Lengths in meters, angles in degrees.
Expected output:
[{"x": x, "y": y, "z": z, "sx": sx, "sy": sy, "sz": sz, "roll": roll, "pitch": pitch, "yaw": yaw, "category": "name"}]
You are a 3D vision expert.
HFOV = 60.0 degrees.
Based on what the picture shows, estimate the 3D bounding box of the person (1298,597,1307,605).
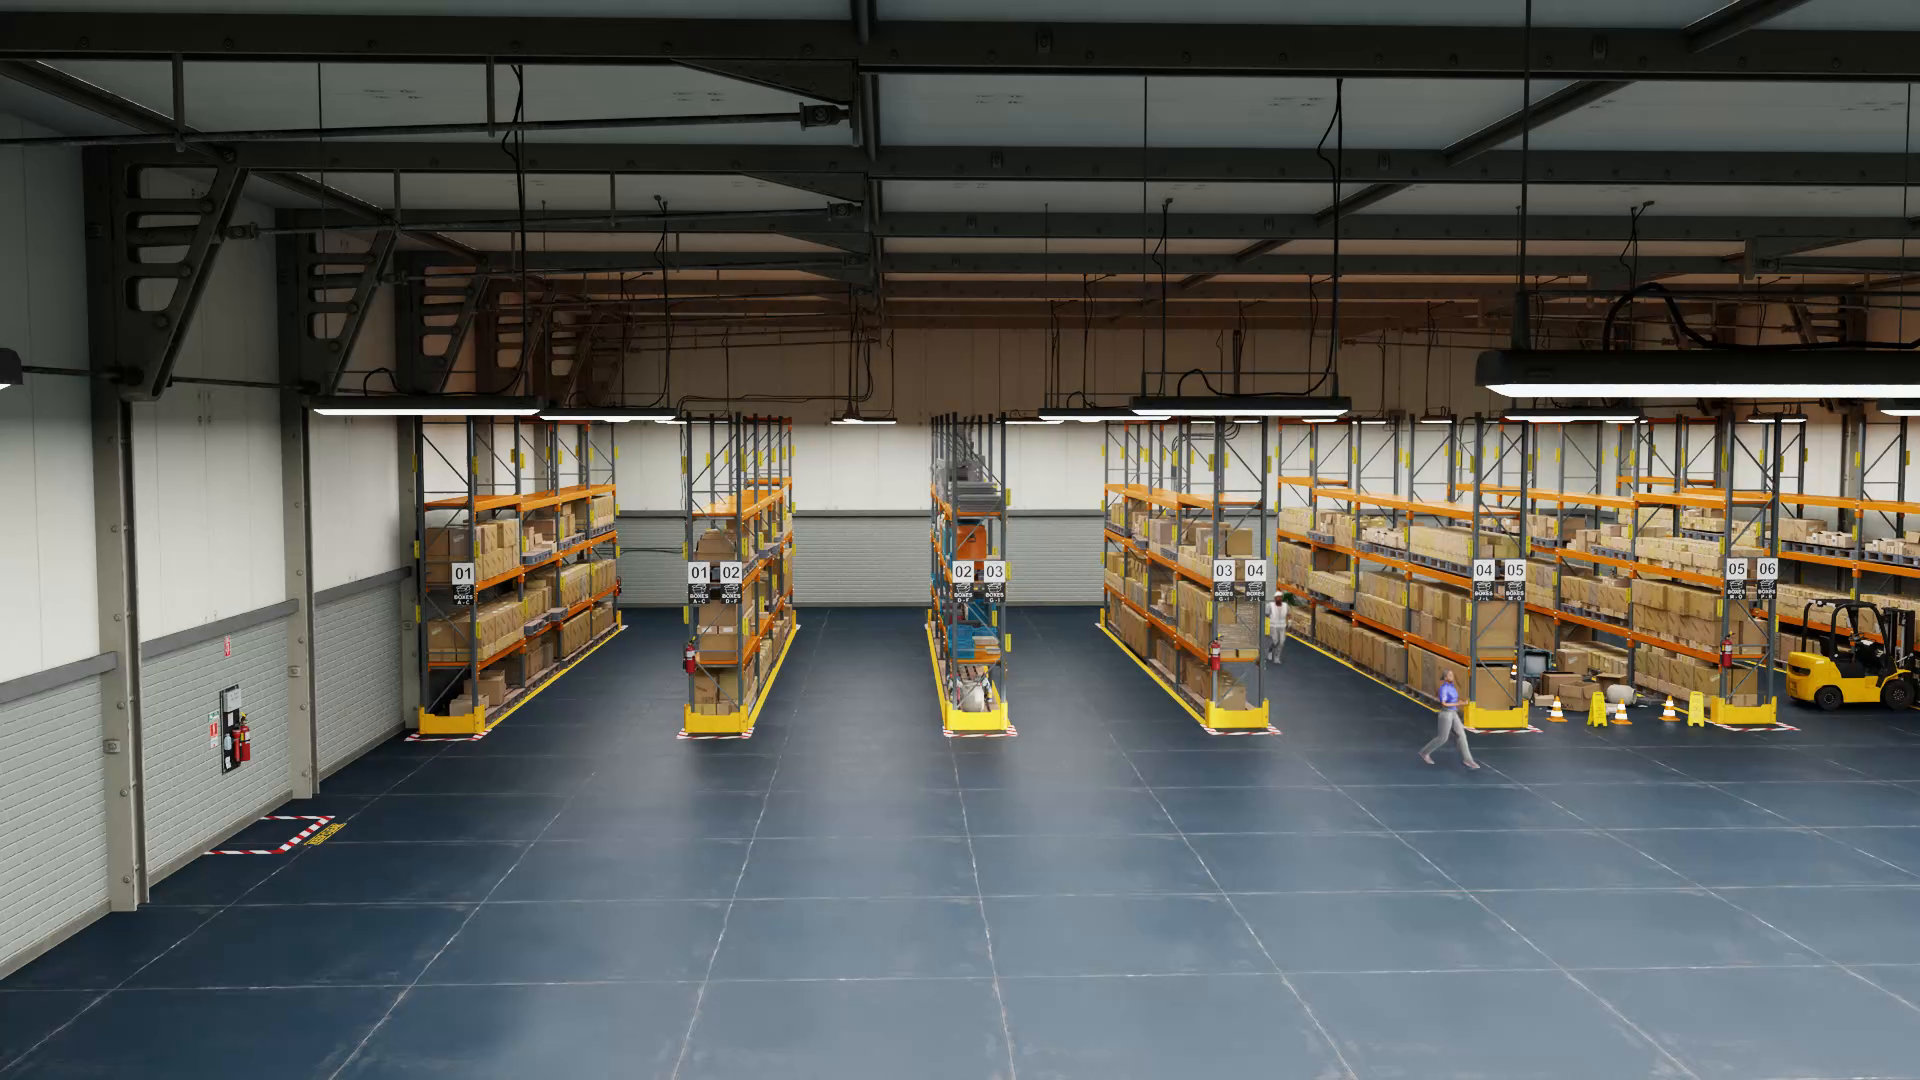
[{"x": 10.198, "y": 1.555, "z": 49.142, "sx": 0.566, "sy": 1.636, "sz": 0.645, "roll": 0, "pitch": 4, "yaw": 1, "category": "person"}]

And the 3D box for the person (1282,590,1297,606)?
[{"x": 9.666, "y": 1.512, "z": 49.067, "sx": 0.776, "sy": 1.769, "sz": 0.788, "roll": 1, "pitch": 4, "yaw": 17, "category": "person"}]

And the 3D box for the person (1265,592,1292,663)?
[{"x": 7.705, "y": 2.114, "z": 40.232, "sx": 0.694, "sy": 1.746, "sz": 0.589, "roll": -1, "pitch": 4, "yaw": -8, "category": "person"}]

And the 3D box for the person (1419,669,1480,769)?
[{"x": 8.246, "y": 2.983, "z": 27.887, "sx": 0.955, "sy": 1.636, "sz": 0.586, "roll": 3, "pitch": 5, "yaw": 40, "category": "person"}]
